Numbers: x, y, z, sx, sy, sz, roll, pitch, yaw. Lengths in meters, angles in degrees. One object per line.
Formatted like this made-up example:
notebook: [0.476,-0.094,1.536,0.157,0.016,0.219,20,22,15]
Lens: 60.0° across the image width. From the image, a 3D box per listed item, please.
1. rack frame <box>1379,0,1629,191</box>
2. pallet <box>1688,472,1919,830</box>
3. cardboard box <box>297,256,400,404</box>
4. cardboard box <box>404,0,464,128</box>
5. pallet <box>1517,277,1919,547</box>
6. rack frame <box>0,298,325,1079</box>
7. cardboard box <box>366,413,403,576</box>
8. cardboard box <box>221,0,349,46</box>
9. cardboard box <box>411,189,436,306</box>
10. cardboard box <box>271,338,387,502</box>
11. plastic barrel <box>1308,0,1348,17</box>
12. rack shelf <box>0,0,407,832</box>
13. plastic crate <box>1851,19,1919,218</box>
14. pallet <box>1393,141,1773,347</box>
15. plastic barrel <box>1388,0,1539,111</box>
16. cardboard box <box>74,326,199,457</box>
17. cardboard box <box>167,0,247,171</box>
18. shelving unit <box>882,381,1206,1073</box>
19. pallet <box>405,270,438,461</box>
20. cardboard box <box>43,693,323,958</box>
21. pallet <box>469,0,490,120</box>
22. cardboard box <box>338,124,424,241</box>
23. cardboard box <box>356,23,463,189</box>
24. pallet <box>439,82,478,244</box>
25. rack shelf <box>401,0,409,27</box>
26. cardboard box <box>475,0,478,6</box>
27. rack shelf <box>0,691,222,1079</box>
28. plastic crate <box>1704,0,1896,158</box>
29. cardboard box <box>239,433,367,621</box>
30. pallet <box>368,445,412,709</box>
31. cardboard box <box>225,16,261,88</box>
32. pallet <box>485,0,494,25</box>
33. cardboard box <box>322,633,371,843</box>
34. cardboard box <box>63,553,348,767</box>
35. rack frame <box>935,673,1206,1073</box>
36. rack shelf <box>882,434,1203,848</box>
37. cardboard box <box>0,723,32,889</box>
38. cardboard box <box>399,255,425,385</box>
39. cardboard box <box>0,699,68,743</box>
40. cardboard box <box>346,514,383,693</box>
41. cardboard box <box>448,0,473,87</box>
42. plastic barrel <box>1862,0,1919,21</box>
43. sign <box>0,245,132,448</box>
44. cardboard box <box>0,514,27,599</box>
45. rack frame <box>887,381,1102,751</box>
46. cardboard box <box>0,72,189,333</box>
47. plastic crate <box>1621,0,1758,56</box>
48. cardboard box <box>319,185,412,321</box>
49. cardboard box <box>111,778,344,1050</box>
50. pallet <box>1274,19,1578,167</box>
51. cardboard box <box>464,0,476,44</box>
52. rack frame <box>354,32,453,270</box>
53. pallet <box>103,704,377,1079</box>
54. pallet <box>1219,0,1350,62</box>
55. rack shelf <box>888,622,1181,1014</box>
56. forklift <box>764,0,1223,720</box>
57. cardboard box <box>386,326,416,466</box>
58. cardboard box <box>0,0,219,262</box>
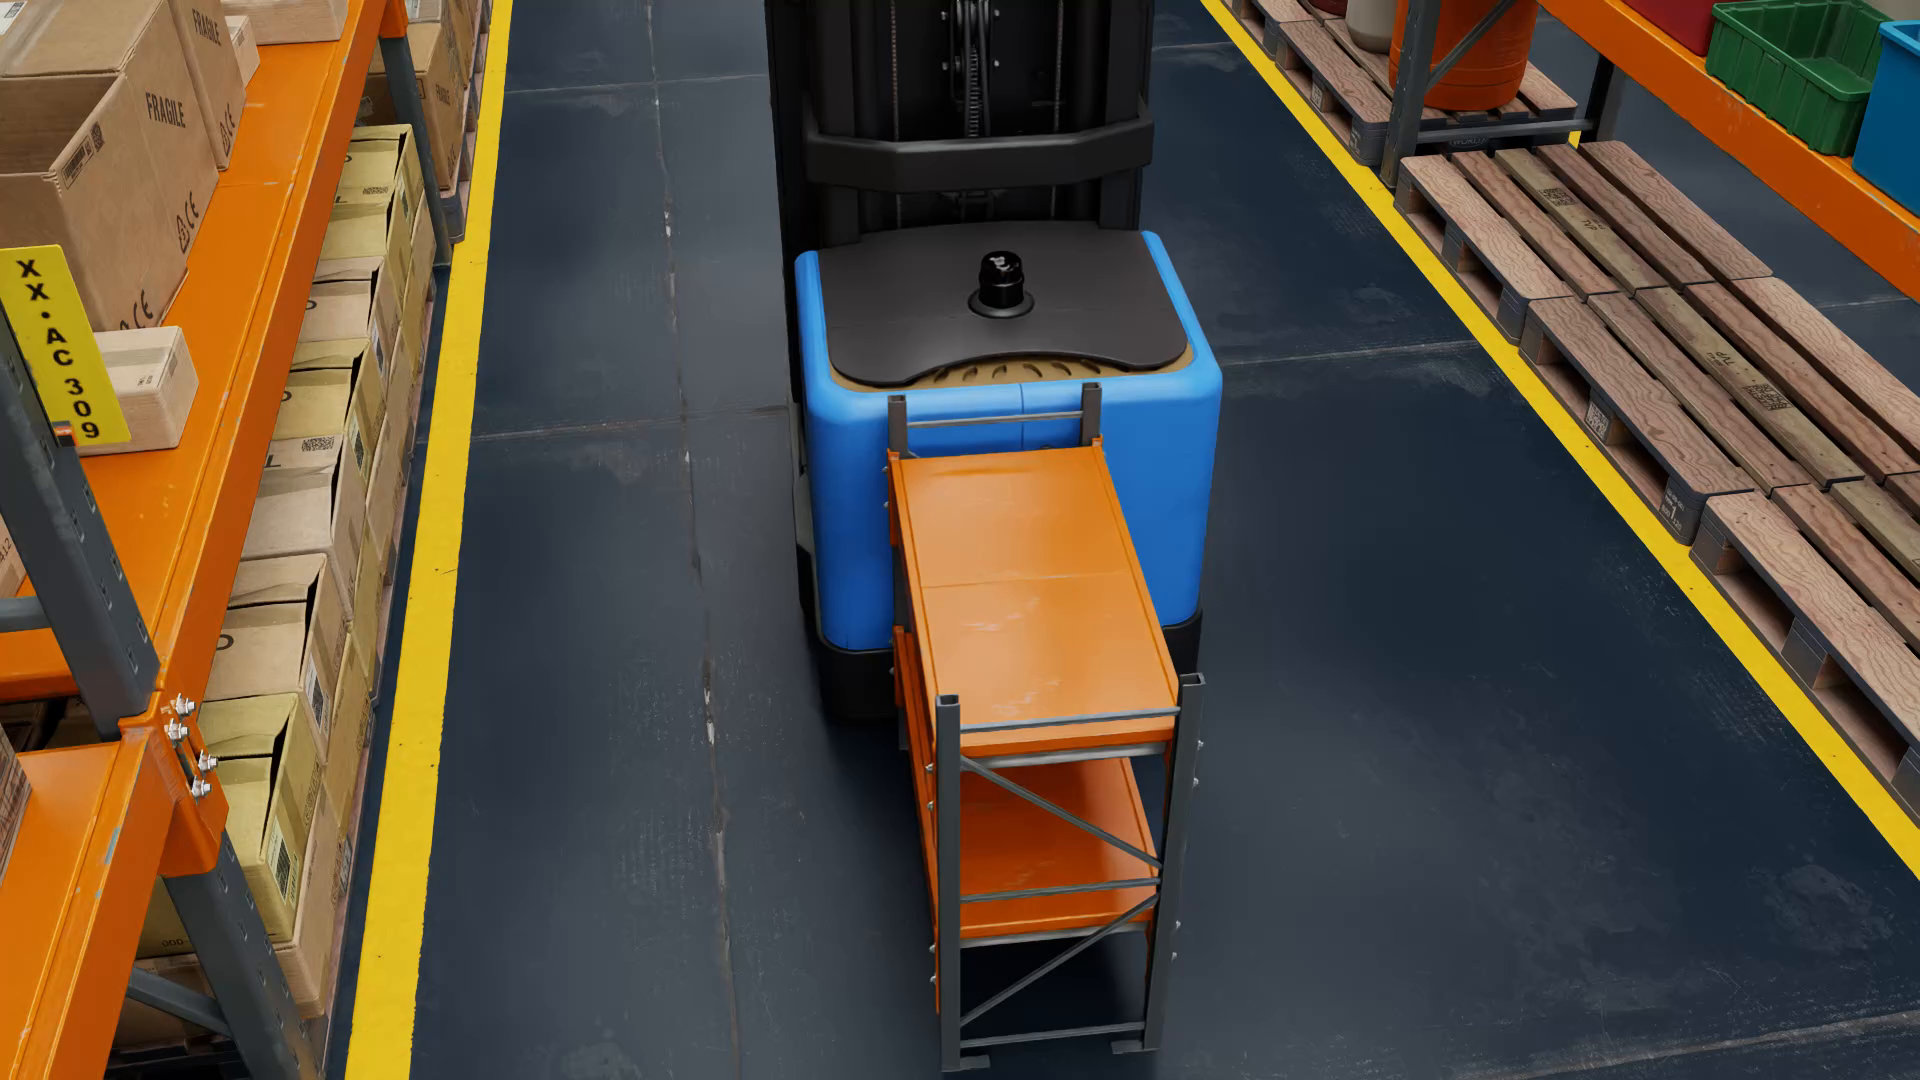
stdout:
rack frame: [2.339,-2.785,6.390,1.000,3.000,0.127,-6,38,-8]
pallet: [2.865,0.262,4.741,1.003,0.211,1.213,-6,38,-8]
cardboard box: [-2.020,-0.648,5.081,0.500,0.311,0.500,-6,38,-8]
cardboard box: [-2.434,-2.063,7.139,0.500,0.500,0.500,-8,38,-10]
pallet: [2.647,-0.477,5.692,1.003,0.211,1.213,-6,38,-8]
rack frame: [-1.840,0.161,2.597,0.949,2.616,0.053,-6,38,-8]
cardboard box: [-1.934,-0.118,4.856,0.500,0.250,0.500,-6,38,-7]
cardboard box: [-2.108,-1.642,5.124,0.380,0.149,0.250,-6,38,-8]
cardboard box: [-2.206,-1.043,6.047,0.500,0.250,0.500,-5,38,-7]
cardboard box: [-1.935,-0.345,4.691,0.500,0.311,0.500,-5,38,-7]
plastic barrel: [2.039,-2.975,8.257,0.600,0.588,0.708,-6,38,-8]
rack shelf: [-2.187,-0.763,4.373,1.077,0.370,4.000,-6,38,-8]
plastic crate: [2.541,-0.996,4.100,0.392,0.384,0.575,-6,38,-8]
pallet: [2.437,-1.212,6.638,1.003,0.211,1.213,-6,38,-8]
plastic barrel: [2.237,-2.388,7.305,0.600,0.830,0.708,-6,38,-8]
cardboard box: [-1.791,-0.297,3.392,0.380,0.149,0.250,-6,38,-8]
cardboard box: [-2.228,-1.283,4.375,0.500,0.500,0.500,-8,39,-10]
shelving unit: [0.143,0.410,3.805,0.538,1.125,1.048,-4,38,-5]
pallet: [-2.432,-0.652,5.918,1.003,0.211,1.213,-6,38,-8]
cardboard box: [-1.664,0.583,3.496,0.500,0.311,0.500,-6,38,-8]
pallet: [-2.842,-2.344,8.095,1.003,0.211,1.213,-6,38,-8]
cardboard box: [-2.204,-1.267,5.877,0.500,0.311,0.500,-5,38,-7]
cardboard box: [-2.336,-1.747,6.733,0.500,0.500,0.500,-5,38,-6]
pallet: [-2.632,-1.609,7.149,1.003,0.211,1.213,-6,38,-8]
rack shelf: [-2.889,-3.179,7.483,1.077,0.370,4.000,-6,38,-8]
cardboard box: [-2.705,-2.988,8.330,0.500,0.500,0.500,-6,38,-7]
rack shelf: [-1.486,1.653,1.263,1.077,0.370,4.000,-6,38,-8]
plastic crate: [2.457,-1.307,4.660,0.450,0.188,0.662,-6,38,-8]
cardboard box: [-1.838,-0.032,4.288,0.500,0.311,0.500,-7,38,-9]
pallet: [-2.222,0.083,4.971,1.003,0.211,1.213,-6,38,-8]
cardboard box: [-2.259,-1.392,4.801,0.380,0.149,0.250,-4,38,-5]
pallet: [-3.059,-3.082,9.046,1.003,0.211,1.213,-6,38,-8]
cardboard box: [-1.752,0.502,4.058,0.500,0.250,0.500,-5,38,-7]
cardboard box: [-1.747,0.280,3.886,0.500,0.311,0.500,-7,38,-8]
rack frame: [0.205,0.720,3.407,0.500,1.125,0.032,-4,38,-5]
rack shelf: [0.143,0.179,3.626,0.538,0.278,1.000,-4,38,-5]
cardboard box: [-1.753,0.389,2.223,0.700,0.500,0.500,-7,38,-9]
cardboard box: [-2.112,-0.732,5.647,0.500,0.250,0.500,-7,38,-8]
cardboard box: [-2.287,0.332,3.819,0.500,0.311,0.500,-5,38,-7]
cardboard box: [-1.845,0.189,4.460,0.500,0.250,0.500,-7,38,-9]
cardboard box: [-2.517,-2.366,7.530,0.500,0.500,0.500,-7,38,-9]
plastic barrel: [2.884,-1.729,4.920,0.433,0.535,0.433,0,38,0]
sign: [-1.291,-0.273,2.386,0.100,0.325,0.005,-6,38,-8]
cardboard box: [-1.966,-0.072,3.020,0.500,0.250,0.500,-4,38,-5]
rack frame: [0.082,0.101,4.204,0.500,1.125,0.032,-4,38,-5]
cardboard box: [-2.048,-0.662,3.576,0.500,0.500,0.500,-4,38,-5]
plastic crate: [2.321,-1.802,5.072,0.402,0.464,0.583,-6,38,-8]
cardboard box: [-2.106,-0.953,5.474,0.500,0.311,0.500,-7,38,-9]
cardboard box: [-1.664,0.811,3.660,0.500,0.250,0.500,-7,38,-9]
pallet: [2.160,-2.156,7.853,1.003,0.211,1.213,-6,38,-8]
cardboard box: [-2.613,-2.681,7.935,0.500,0.500,0.500,-7,38,-9]
rack frame: [-2.538,-2.255,5.708,1.000,3.000,0.127,-6,38,-8]
pallet: [-2.004,0.821,4.021,1.003,0.211,1.213,-6,38,-8]
pallet: [1.950,-2.891,8.800,1.003,0.211,1.213,-6,38,-8]
rack shelf: [0.143,0.603,3.955,0.538,0.278,1.000,-4,38,-5]
forklift: [-0.031,-1.567,4.878,1.130,2.935,3.031,-4,38,-5]
cardboard box: [-2.027,-0.428,5.255,0.500,0.250,0.500,-5,38,-7]
cardboard box: [-2.135,-0.965,3.965,0.500,0.500,0.500,-6,38,-8]
